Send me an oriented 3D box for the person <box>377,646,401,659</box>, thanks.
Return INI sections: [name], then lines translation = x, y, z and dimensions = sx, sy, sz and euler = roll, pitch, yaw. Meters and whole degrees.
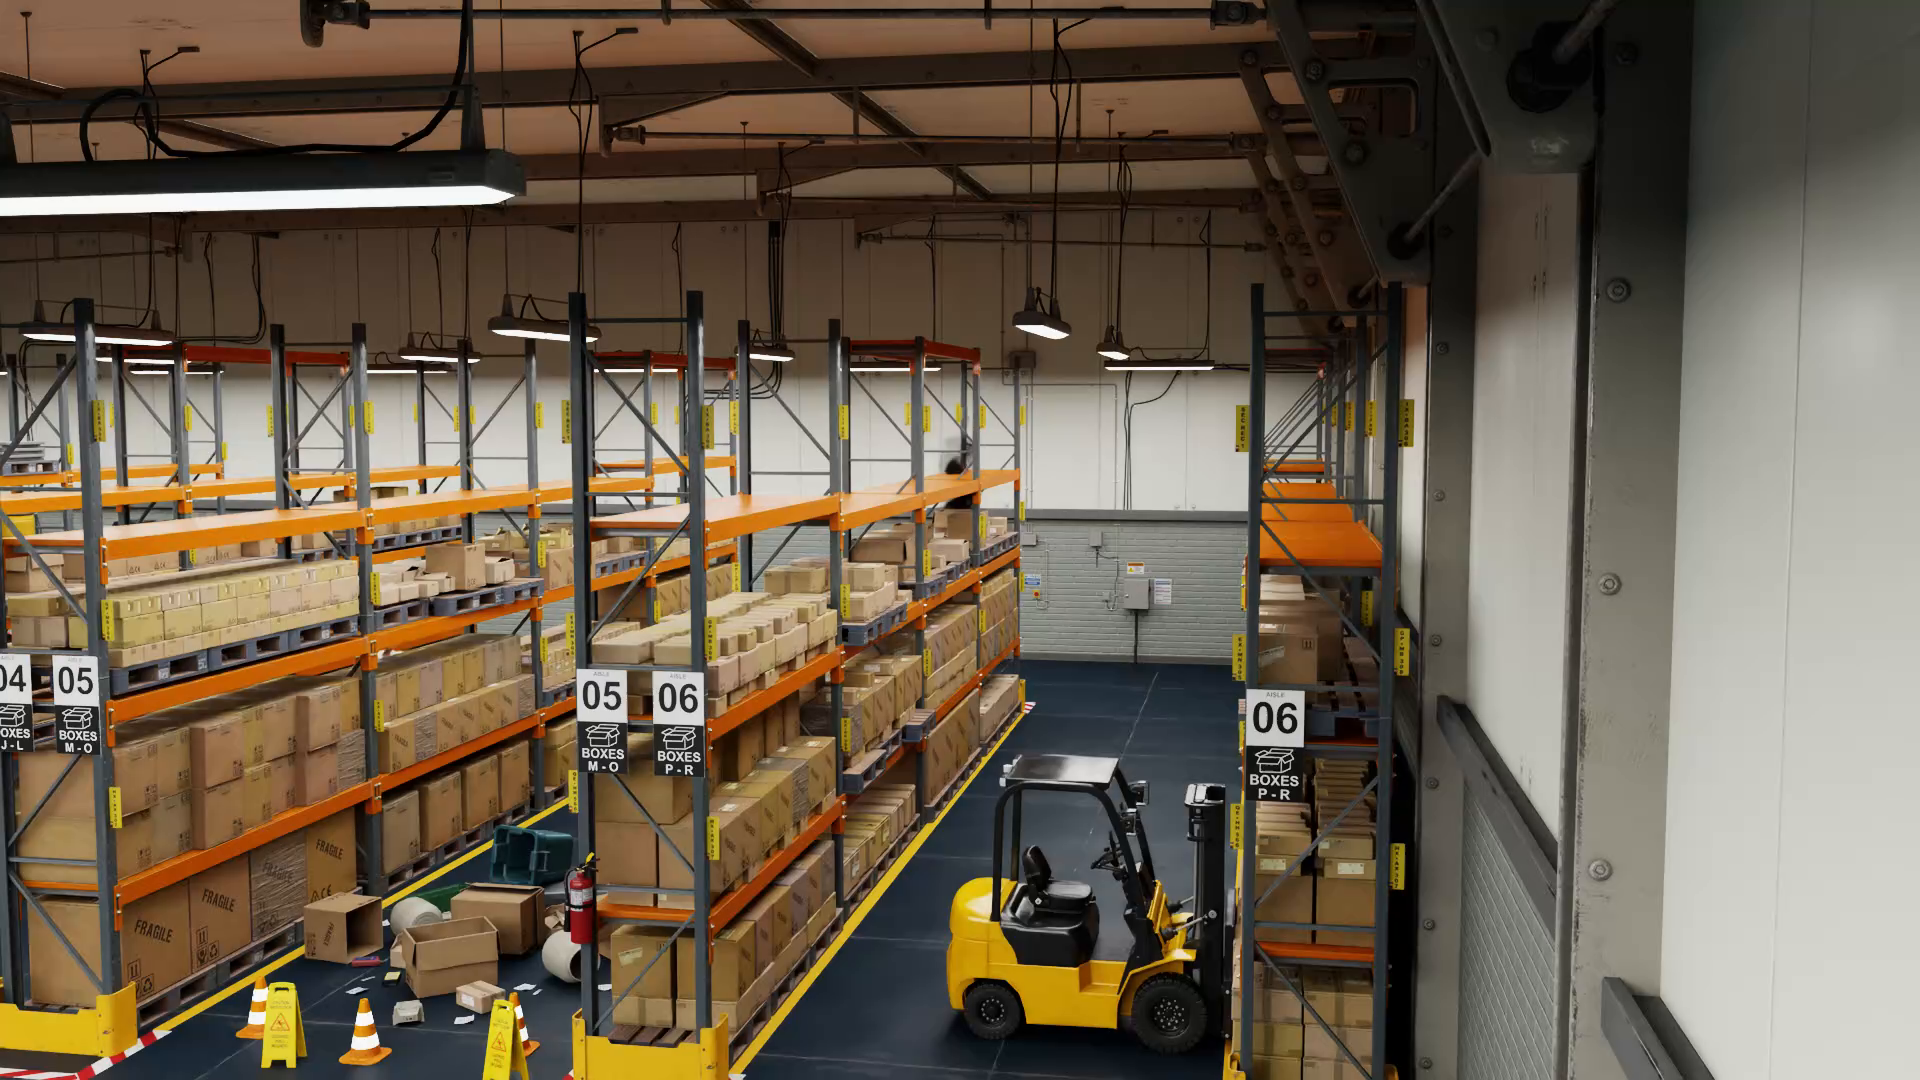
[person]
translation = -8.377, 2.285, 24.468
dimensions = 0.663, 1.812, 1.001
euler = 1, 5, 6
